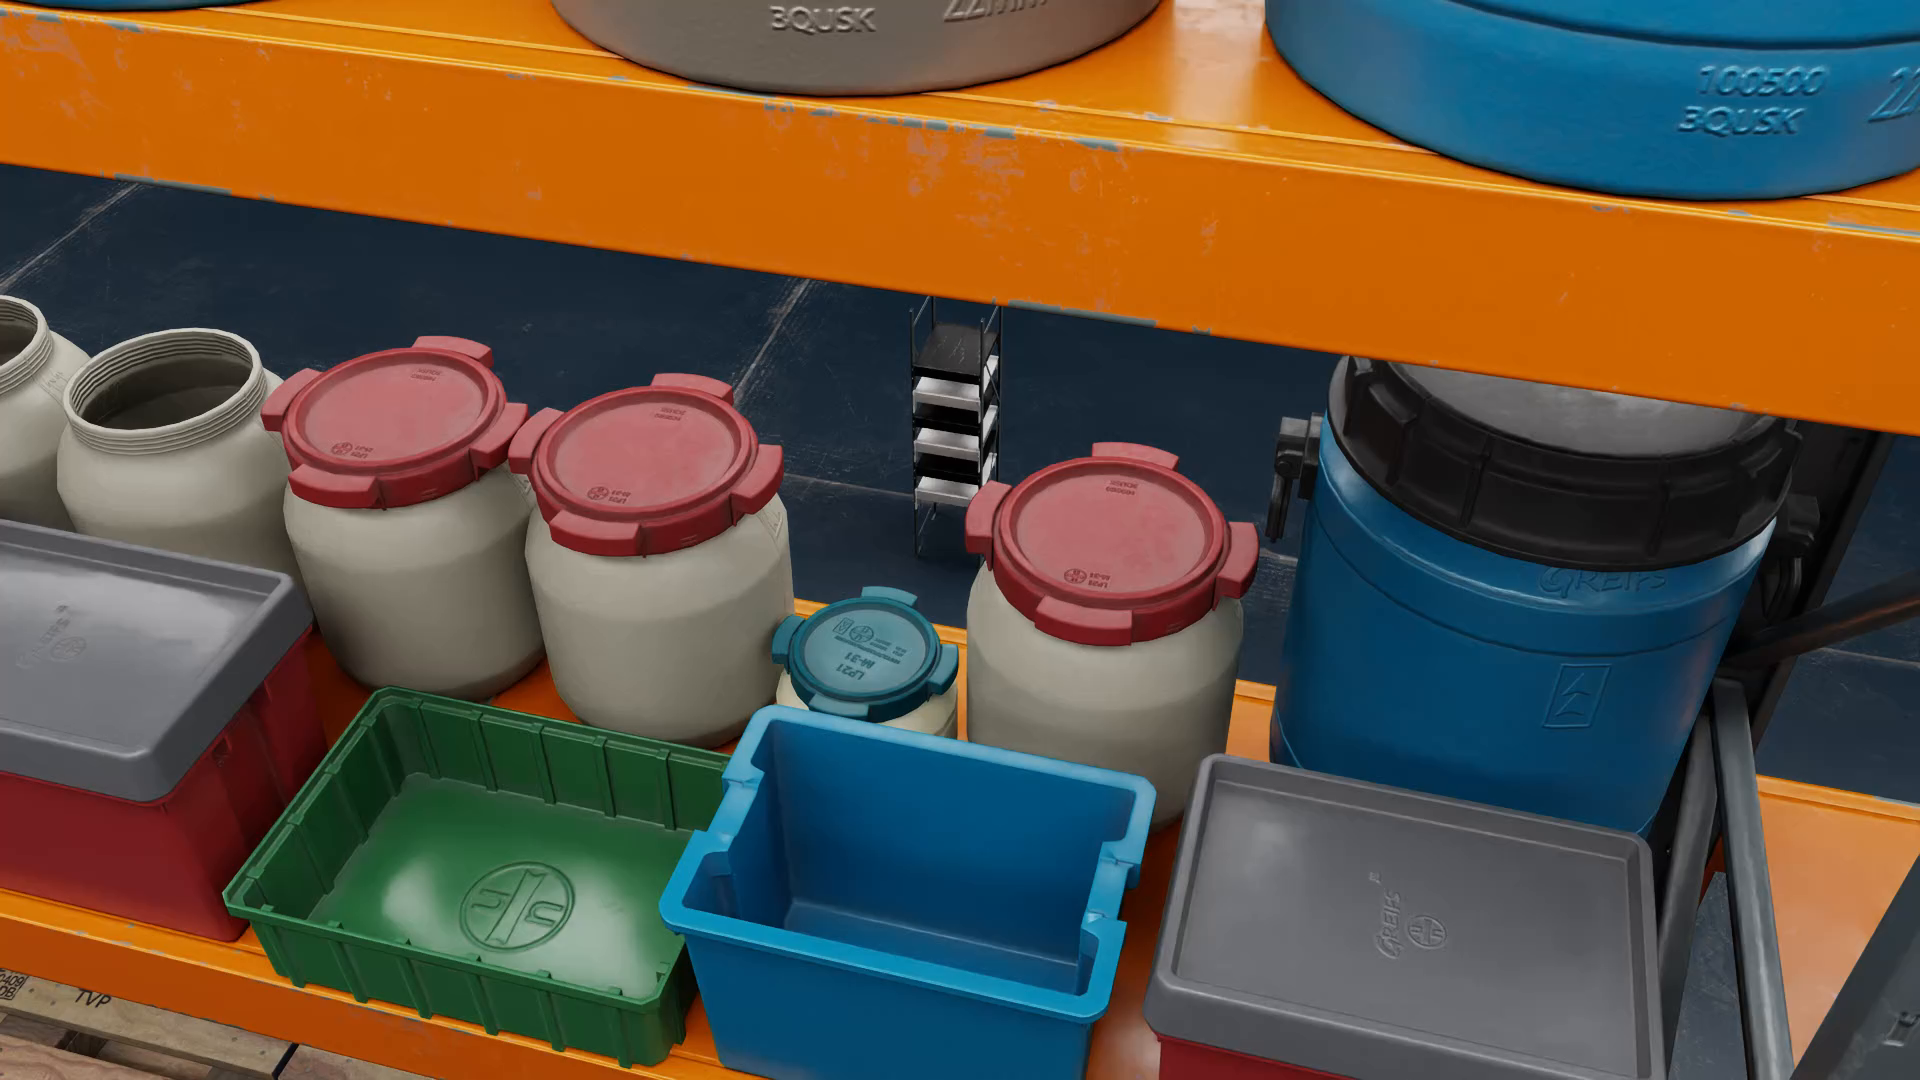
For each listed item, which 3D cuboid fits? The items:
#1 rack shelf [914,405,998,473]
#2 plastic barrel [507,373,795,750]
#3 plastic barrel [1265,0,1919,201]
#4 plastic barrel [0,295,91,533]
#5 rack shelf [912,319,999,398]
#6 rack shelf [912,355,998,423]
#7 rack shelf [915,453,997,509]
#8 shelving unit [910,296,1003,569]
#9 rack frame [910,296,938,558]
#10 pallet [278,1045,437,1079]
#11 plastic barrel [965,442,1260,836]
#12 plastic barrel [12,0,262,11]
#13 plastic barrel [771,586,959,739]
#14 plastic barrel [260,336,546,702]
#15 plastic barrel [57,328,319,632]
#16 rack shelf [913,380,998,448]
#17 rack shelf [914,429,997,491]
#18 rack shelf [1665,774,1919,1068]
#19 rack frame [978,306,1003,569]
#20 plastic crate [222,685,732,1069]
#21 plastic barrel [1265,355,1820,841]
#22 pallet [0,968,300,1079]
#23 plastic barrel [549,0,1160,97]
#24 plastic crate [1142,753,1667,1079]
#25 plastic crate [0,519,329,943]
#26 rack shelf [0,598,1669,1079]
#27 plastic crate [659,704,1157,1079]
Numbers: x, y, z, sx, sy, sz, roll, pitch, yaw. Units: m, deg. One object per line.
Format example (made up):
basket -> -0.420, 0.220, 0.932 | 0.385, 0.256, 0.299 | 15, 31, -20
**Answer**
rack shelf -> -0.008, -0.320, 4.984 | 0.200, 0.077, 0.258 | 10, 41, 11
plastic barrel -> -0.488, 0.059, 2.741 | 0.433, 0.535, 0.433 | 0, 40, 0
plastic barrel -> 0.541, -0.762, 1.103 | 0.708, 0.901, 0.600 | 10, 41, 11
plastic barrel -> -1.727, -0.141, 2.999 | 0.421, 0.512, 0.421 | 0, 40, 0
rack shelf -> -0.008, -0.527, 4.810 | 0.200, 0.077, 0.258 | 10, 41, 11
rack shelf -> -0.008, -0.458, 4.868 | 0.200, 0.077, 0.258 | 10, 41, 11
rack shelf -> -0.008, -0.183, 5.099 | 0.200, 0.077, 0.258 | 10, 41, 11
shelving unit -> -0.008, -0.346, 4.962 | 0.210, 0.900, 0.258 | 10, 41, 11
rack frame -> -0.106, -0.363, 4.982 | 0.006, 0.900, 0.240 | 10, 41, 11
pallet -> -0.862, 1.288, 3.552 | 1.213, 0.211, 1.003 | 10, 41, 11
plastic barrel -> 0.221, 0.181, 2.596 | 0.433, 0.535, 0.433 | 0, 40, 0
plastic barrel -> -0.722, -0.979, 1.361 | 0.708, 0.901, 0.600 | 10, 41, 11
plastic barrel -> -0.150, 0.266, 2.708 | 0.301, 0.262, 0.301 | 0, 40, 0
plastic barrel -> -0.906, -0.013, 2.827 | 0.433, 0.535, 0.433 | 0, 40, 0
plastic barrel -> -1.320, -0.071, 2.915 | 0.421, 0.512, 0.421 | 0, 40, 0
rack shelf -> -0.008, -0.389, 4.926 | 0.200, 0.077, 0.258 | 10, 41, 11
rack shelf -> -0.008, -0.252, 5.042 | 0.200, 0.077, 0.258 | 10, 41, 11
rack shelf -> 3.021, 1.136, 2.124 | 4.000, 0.370, 1.077 | 10, 41, 11
rack frame -> 0.090, -0.329, 4.942 | 0.006, 0.900, 0.240 | 10, 41, 11
plastic crate -> -0.667, 0.496, 2.492 | 0.662, 0.188, 0.450 | 10, 41, 11
plastic barrel -> 0.794, 0.084, 2.428 | 0.708, 0.901, 0.600 | 10, 41, 11
pallet -> -2.037, 1.084, 3.795 | 1.213, 0.211, 1.003 | 10, 41, 11
plastic barrel -> -0.091, -0.871, 1.232 | 0.600, 0.901, 0.600 | 0, 40, 0
plastic crate -> 0.542, 0.614, 2.137 | 0.583, 0.464, 0.402 | 10, 41, 11
plastic crate -> -1.294, 0.298, 2.513 | 0.583, 0.464, 0.402 | 10, 41, 11
rack shelf -> -0.844, 0.472, 2.916 | 4.000, 0.370, 1.077 | 10, 41, 11
plastic crate -> -0.058, 0.545, 2.282 | 0.575, 0.384, 0.392 | 10, 41, 11
